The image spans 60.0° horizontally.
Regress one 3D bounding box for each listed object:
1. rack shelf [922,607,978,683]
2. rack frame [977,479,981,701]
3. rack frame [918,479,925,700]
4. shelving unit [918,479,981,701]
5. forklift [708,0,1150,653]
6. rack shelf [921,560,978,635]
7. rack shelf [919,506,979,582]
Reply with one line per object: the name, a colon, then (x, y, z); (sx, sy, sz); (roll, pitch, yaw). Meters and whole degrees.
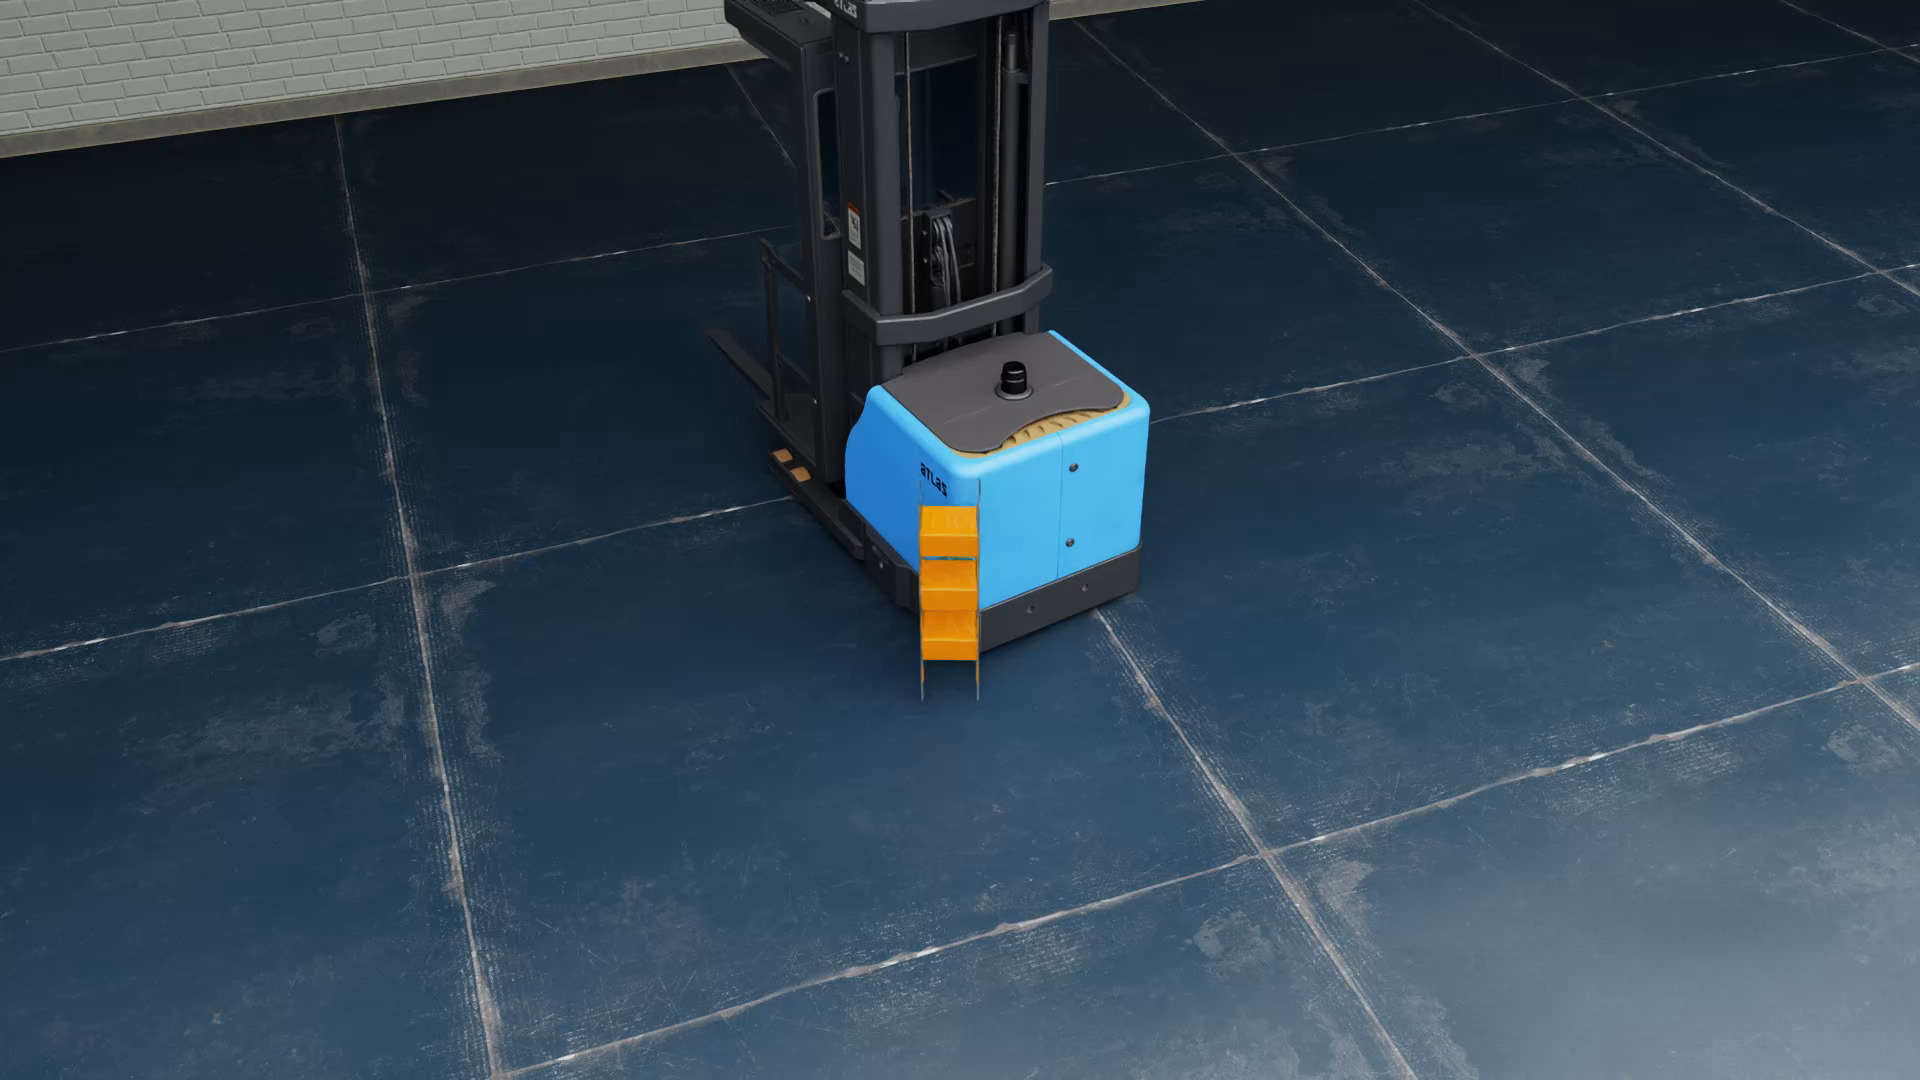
rack shelf: (-0.042, 0.457, 7.249); (0.240, 0.259, 0.215); (1, 37, 1)
rack frame: (0.080, 0.228, 7.073); (0.008, 1.050, 0.200); (1, 37, 1)
rack frame: (-0.164, 0.226, 7.077); (0.008, 1.050, 0.200); (1, 37, 1)
shelving unit: (-0.042, 0.227, 7.075); (0.252, 1.050, 0.215); (1, 37, 1)
forklift: (-0.352, -1.513, 7.823); (1.130, 2.935, 3.031); (-20, 42, -25)
rack shelf: (-0.042, 0.236, 7.081); (0.240, 0.259, 0.215); (1, 37, 1)
rack shelf: (-0.043, 0.009, 6.910); (0.240, 0.259, 0.215); (1, 37, 1)
